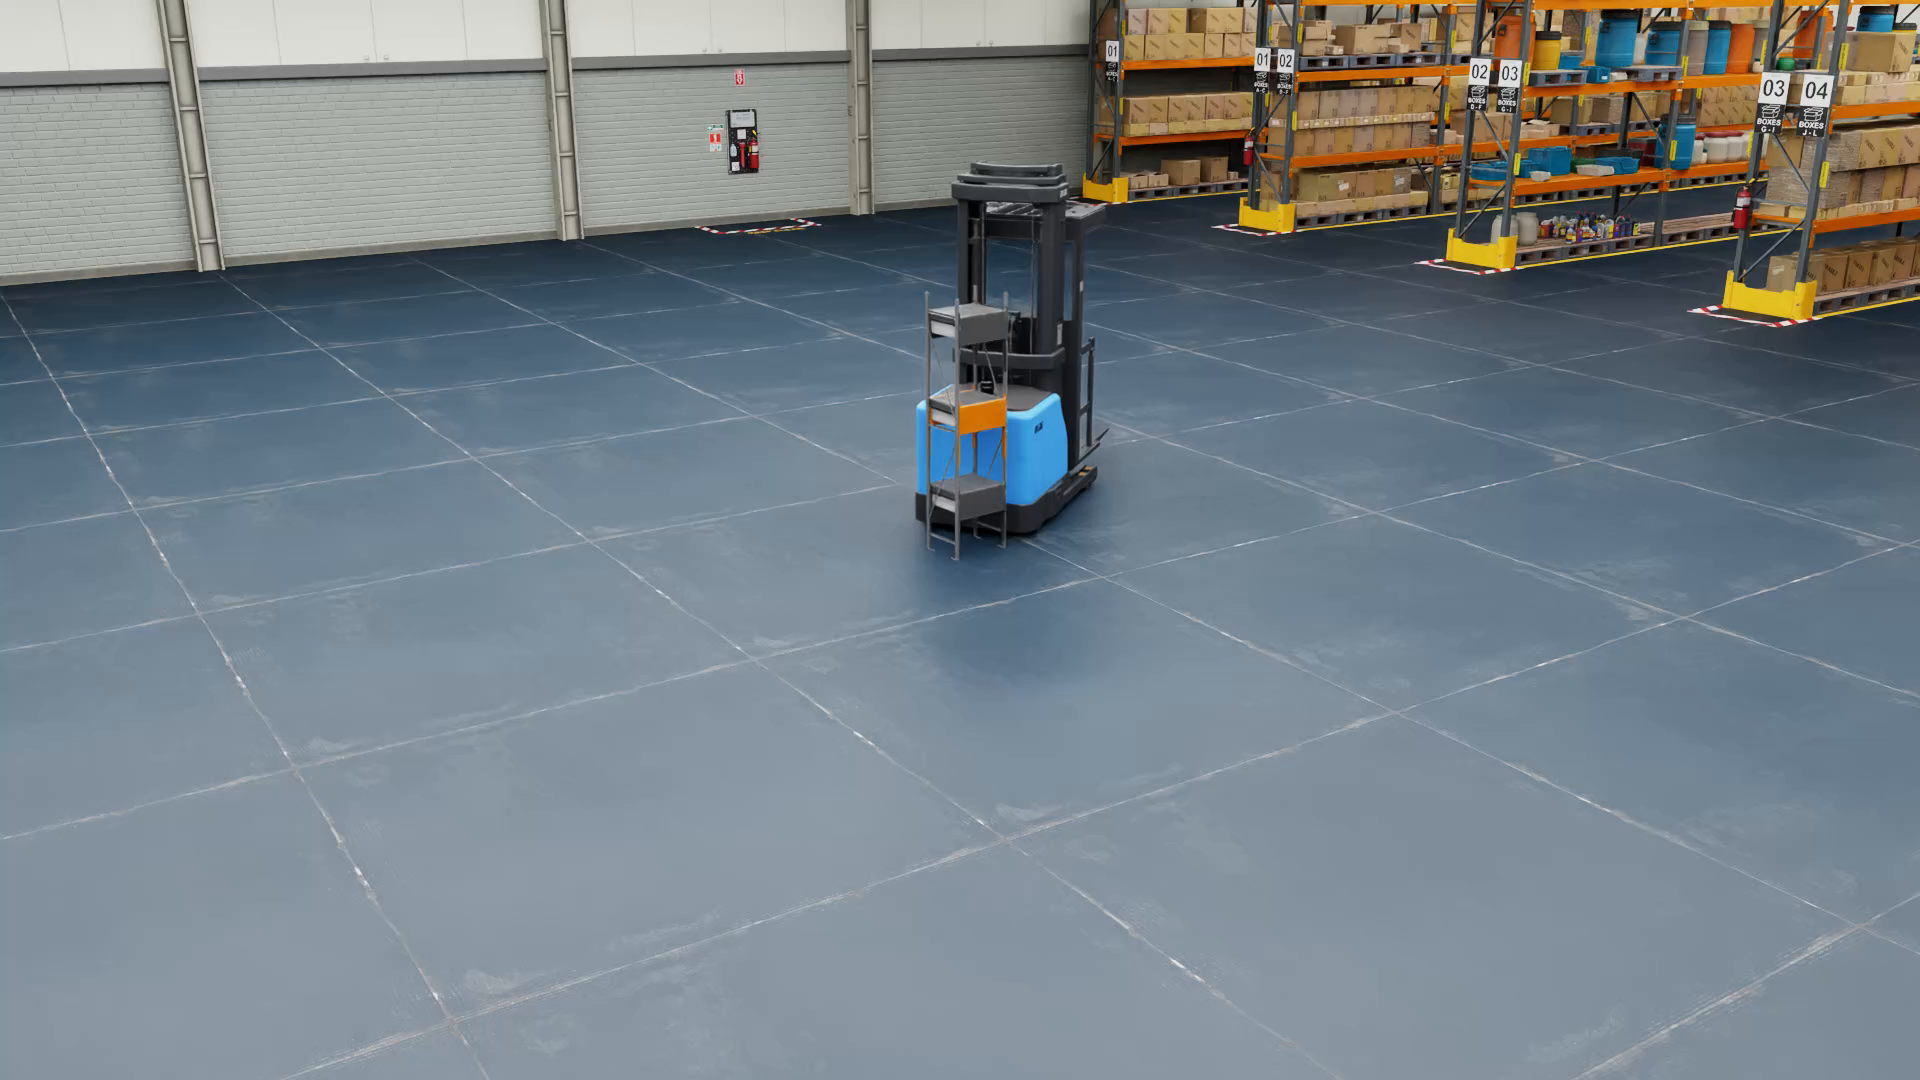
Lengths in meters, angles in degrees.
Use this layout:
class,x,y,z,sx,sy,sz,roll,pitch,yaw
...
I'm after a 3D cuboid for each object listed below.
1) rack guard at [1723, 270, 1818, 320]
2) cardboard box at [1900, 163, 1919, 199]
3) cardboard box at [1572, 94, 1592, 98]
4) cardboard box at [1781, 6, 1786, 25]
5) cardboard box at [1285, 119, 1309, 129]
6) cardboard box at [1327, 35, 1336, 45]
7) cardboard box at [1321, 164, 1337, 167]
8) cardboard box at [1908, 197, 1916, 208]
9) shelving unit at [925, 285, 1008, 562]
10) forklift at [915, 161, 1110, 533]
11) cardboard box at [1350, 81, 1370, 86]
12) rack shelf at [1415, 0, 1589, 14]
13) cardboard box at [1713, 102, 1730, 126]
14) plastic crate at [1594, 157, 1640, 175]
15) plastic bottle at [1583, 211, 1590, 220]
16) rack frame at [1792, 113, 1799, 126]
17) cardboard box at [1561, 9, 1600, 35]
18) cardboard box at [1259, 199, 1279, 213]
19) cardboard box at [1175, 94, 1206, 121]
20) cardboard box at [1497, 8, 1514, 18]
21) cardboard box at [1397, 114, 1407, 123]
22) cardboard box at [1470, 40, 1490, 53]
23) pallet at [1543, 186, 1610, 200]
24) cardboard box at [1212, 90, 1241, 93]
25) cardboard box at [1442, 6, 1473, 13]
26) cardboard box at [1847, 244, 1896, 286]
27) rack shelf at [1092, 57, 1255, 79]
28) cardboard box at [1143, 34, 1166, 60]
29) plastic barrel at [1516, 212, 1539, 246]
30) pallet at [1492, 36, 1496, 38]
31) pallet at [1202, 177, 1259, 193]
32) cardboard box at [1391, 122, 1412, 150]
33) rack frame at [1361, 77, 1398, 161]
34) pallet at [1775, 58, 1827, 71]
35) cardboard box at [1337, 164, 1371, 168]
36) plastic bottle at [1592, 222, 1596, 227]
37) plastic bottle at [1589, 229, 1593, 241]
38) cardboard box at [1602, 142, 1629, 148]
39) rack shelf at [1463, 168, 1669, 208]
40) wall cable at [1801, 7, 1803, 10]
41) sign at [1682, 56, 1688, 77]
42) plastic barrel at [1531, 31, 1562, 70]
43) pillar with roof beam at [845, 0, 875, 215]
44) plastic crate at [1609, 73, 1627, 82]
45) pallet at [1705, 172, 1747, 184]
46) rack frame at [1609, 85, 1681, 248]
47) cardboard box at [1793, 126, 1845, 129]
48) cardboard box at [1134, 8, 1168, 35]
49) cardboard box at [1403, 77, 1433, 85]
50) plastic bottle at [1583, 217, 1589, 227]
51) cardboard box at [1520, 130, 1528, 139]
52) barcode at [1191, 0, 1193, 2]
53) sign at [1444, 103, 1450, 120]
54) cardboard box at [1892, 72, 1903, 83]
class,x,y,z,sx,sy,sz,roll,pitch,yaw
rack guard,11.211,-3.406,23.039,0.348,0.500,1.175,-12,22,-31
cardboard box,13.279,-5.213,23.861,0.500,0.500,0.875,-12,22,-31
cardboard box,15.315,-11.288,41.983,0.700,0.700,0.980,-12,22,-32
cardboard box,18.181,-11.827,37.644,0.500,0.500,0.700,-12,22,-31
cardboard box,6.148,-7.593,30.353,0.250,0.149,0.380,-12,22,-32
cardboard box,6.983,-9.243,30.981,0.500,0.311,0.500,-9,21,-25
cardboard box,8.190,-8.689,37.980,0.500,0.500,0.700,-12,22,-32
cardboard box,13.399,-4.839,23.767,0.250,0.149,0.380,-12,22,-31
shelving unit,0.051,-0.919,13.185,0.503,2.100,0.431,-15,24,-37
forklift,0.619,-1.880,14.730,1.130,2.935,3.031,7,20,20
cardboard box,9.124,-10.394,37.951,0.250,0.149,0.380,-17,25,-40
rack shelf,10.713,-10.596,32.783,4.000,0.370,1.077,-12,22,-31
cardboard box,16.726,-9.496,36.994,0.500,0.500,0.500,-11,22,-30
plastic crate,10.989,-6.268,27.834,0.616,0.251,0.499,-12,22,-31
plastic bottle,10.861,-5.529,28.863,0.185,0.351,0.144,-11,22,-30
rack frame,19.065,-10.045,38.775,0.127,3.000,1.000,-12,22,-31
cardboard box,12.751,-10.653,34.173,0.500,0.500,0.500,-12,22,-31
cardboard box,5.987,-6.297,31.325,0.500,0.250,0.500,-12,22,-31
cardboard box,4.816,-9.117,35.060,0.500,0.500,0.500,-11,22,-30
cardboard box,13.452,-12.802,40.497,0.500,0.500,0.500,-12,22,-32
cardboard box,8.290,-8.045,31.688,0.250,0.149,0.380,-12,22,-32
cardboard box,10.020,-9.684,32.601,0.500,0.250,0.500,-15,24,-37
pallet,13.028,-7.437,35.413,1.213,0.211,1.003,-12,22,-31
cardboard box,5.808,-9.523,36.261,0.500,0.500,0.500,-13,22,-33
cardboard box,11.737,-12.476,39.267,0.500,0.250,0.500,-13,22,-33
cardboard box,13.182,-4.003,24.149,0.500,0.500,0.500,-14,23,-36
rack shelf,4.645,-9.984,35.033,4.000,0.370,1.077,-12,22,-31
cardboard box,3.859,-10.106,34.085,0.500,0.500,0.500,-10,21,-28
plastic barrel,9.349,-5.147,27.513,0.421,0.512,0.421,0,19,0
pallet,13.686,-12.185,40.560,1.213,0.211,1.003,-12,22,-31
pallet,5.774,-7.807,36.509,1.213,0.211,1.003,-12,22,-31
cardboard box,8.239,-7.805,31.991,0.500,0.500,0.700,-12,22,-32
rack frame,9.656,-9.961,38.524,0.127,3.000,1.000,-12,22,-31
pallet,15.797,-8.751,30.557,1.213,0.211,1.003,-12,22,-31
cardboard box,7.648,-7.009,32.261,0.500,0.500,0.500,-12,22,-31
plastic bottle,10.758,-5.247,28.137,0.133,0.283,0.061,-12,22,-31
plastic bottle,10.561,-5.116,27.876,0.097,0.201,0.097,0,19,0
cardboard box,14.351,-8.524,36.320,0.500,0.250,0.500,-12,22,-31
rack shelf,10.093,-5.913,27.675,4.000,0.370,1.077,-12,22,-31
wall cable,21.258,-13.641,44.893,0.112,2.526,3.097,-12,22,-31
sign,12.057,-7.882,27.679,0.005,0.325,0.100,-12,22,-31
plastic barrel,9.305,-7.845,26.634,0.600,0.588,0.600,0,19,0
pillar with roof beam,0.440,-9.540,27.912,0.400,9.000,9.100,-12,22,-31
plastic crate,10.646,-7.511,27.008,0.396,0.136,0.243,-12,22,-31
pallet,17.318,-8.357,38.134,1.213,0.211,1.003,-12,22,-31
rack frame,11.764,-6.606,28.602,0.127,3.000,1.000,-12,22,-31
cardboard box,11.885,-5.491,23.122,0.500,0.500,0.500,-12,22,-31
cardboard box,3.877,-10.581,33.926,0.500,0.500,0.500,-12,22,-32
cardboard box,10.625,-10.620,38.650,0.500,0.250,0.500,-12,22,-32
plastic bottle,10.807,-5.433,28.705,0.097,0.271,0.097,0,19,0
cardboard box,11.349,-8.278,33.938,0.250,0.149,0.380,-10,21,-27
barcode,4.918,-11.447,35.272,0.075,0.075,0.001,-12,22,-31
sign,9.349,-8.231,31.933,0.005,0.325,0.100,-12,22,-31
cardboard box,12.609,-6.322,22.690,0.250,0.149,0.380,-13,23,-34
